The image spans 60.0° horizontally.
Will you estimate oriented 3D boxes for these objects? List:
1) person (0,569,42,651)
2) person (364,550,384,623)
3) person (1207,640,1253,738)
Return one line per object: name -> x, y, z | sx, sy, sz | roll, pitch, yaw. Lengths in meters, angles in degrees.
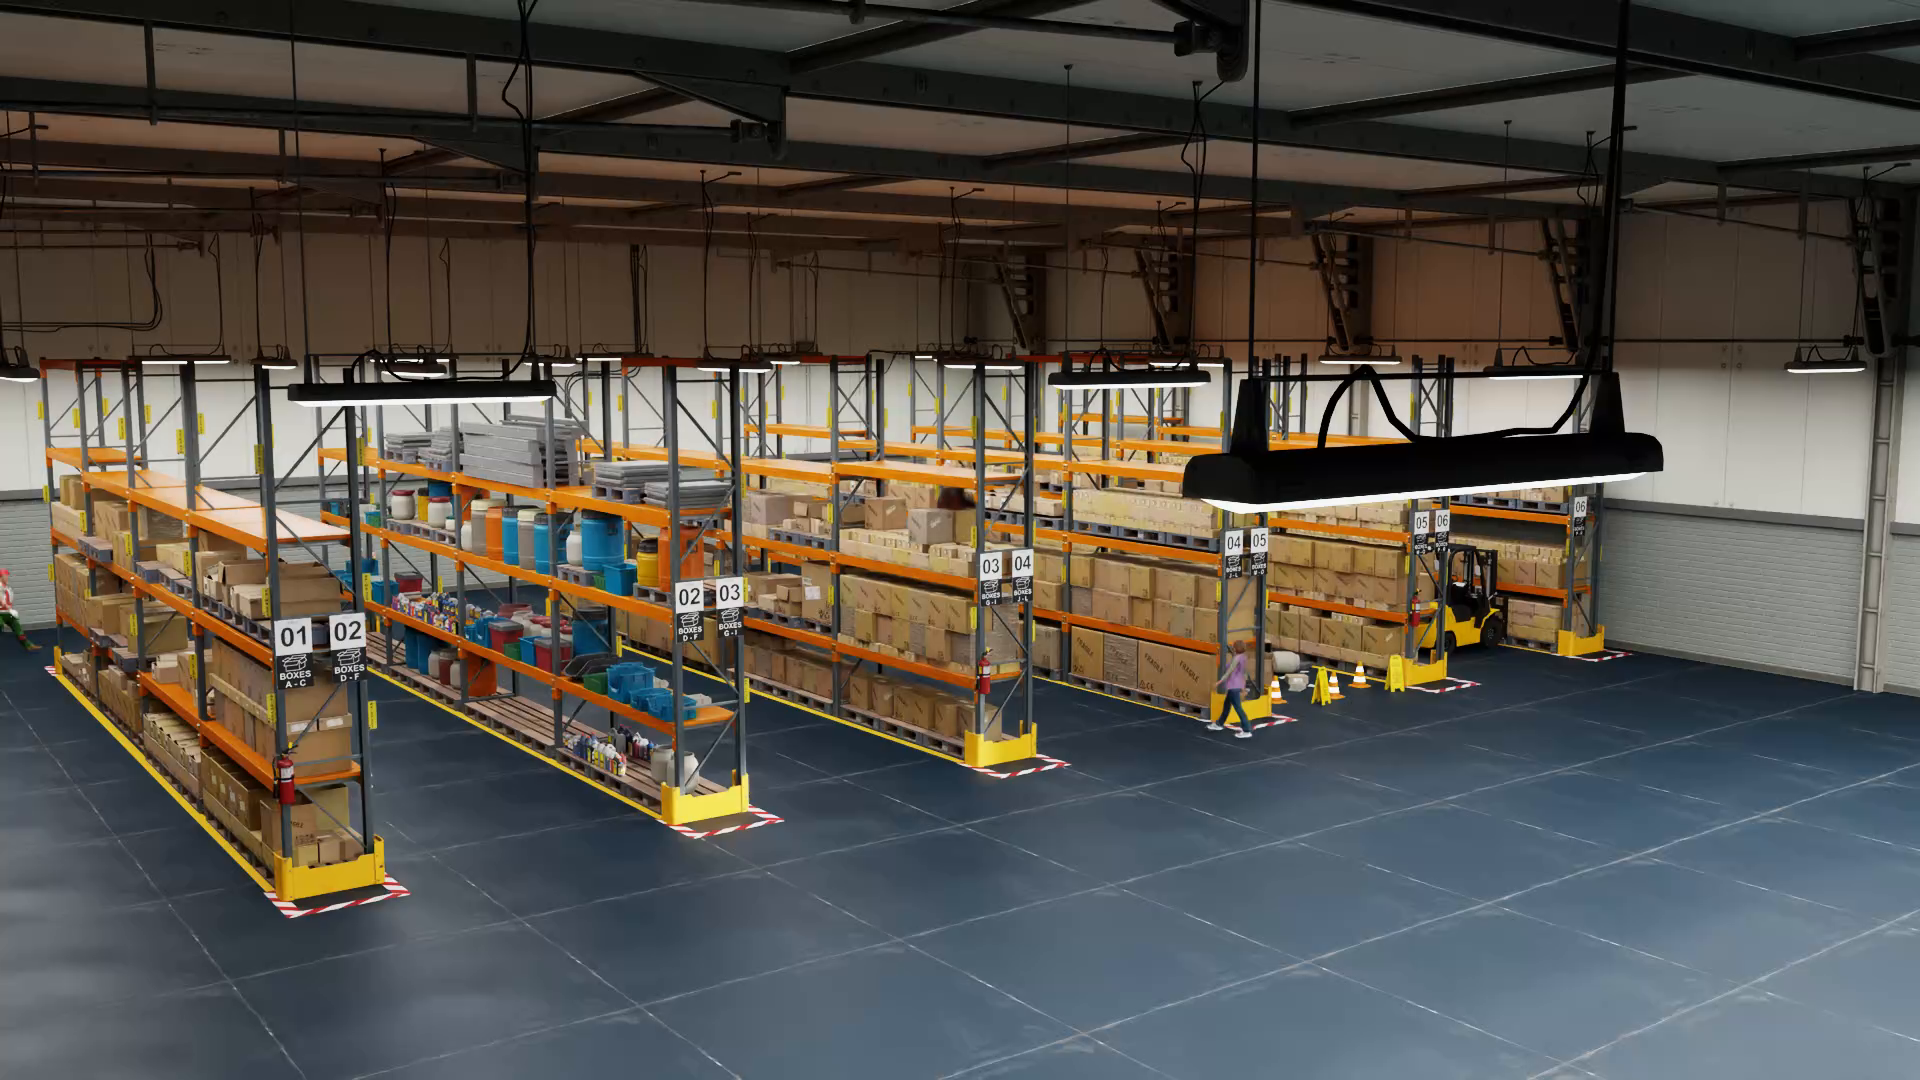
person -> -19.071, 1.429, 33.381 | 1.040, 1.730, 0.653 | -3, 8, -27
person -> -13.144, 1.038, 37.281 | 0.997, 1.623, 0.472 | 7, 9, 44
person -> 4.326, 2.351, 26.634 | 0.880, 1.546, 0.453 | 5, 9, 36
